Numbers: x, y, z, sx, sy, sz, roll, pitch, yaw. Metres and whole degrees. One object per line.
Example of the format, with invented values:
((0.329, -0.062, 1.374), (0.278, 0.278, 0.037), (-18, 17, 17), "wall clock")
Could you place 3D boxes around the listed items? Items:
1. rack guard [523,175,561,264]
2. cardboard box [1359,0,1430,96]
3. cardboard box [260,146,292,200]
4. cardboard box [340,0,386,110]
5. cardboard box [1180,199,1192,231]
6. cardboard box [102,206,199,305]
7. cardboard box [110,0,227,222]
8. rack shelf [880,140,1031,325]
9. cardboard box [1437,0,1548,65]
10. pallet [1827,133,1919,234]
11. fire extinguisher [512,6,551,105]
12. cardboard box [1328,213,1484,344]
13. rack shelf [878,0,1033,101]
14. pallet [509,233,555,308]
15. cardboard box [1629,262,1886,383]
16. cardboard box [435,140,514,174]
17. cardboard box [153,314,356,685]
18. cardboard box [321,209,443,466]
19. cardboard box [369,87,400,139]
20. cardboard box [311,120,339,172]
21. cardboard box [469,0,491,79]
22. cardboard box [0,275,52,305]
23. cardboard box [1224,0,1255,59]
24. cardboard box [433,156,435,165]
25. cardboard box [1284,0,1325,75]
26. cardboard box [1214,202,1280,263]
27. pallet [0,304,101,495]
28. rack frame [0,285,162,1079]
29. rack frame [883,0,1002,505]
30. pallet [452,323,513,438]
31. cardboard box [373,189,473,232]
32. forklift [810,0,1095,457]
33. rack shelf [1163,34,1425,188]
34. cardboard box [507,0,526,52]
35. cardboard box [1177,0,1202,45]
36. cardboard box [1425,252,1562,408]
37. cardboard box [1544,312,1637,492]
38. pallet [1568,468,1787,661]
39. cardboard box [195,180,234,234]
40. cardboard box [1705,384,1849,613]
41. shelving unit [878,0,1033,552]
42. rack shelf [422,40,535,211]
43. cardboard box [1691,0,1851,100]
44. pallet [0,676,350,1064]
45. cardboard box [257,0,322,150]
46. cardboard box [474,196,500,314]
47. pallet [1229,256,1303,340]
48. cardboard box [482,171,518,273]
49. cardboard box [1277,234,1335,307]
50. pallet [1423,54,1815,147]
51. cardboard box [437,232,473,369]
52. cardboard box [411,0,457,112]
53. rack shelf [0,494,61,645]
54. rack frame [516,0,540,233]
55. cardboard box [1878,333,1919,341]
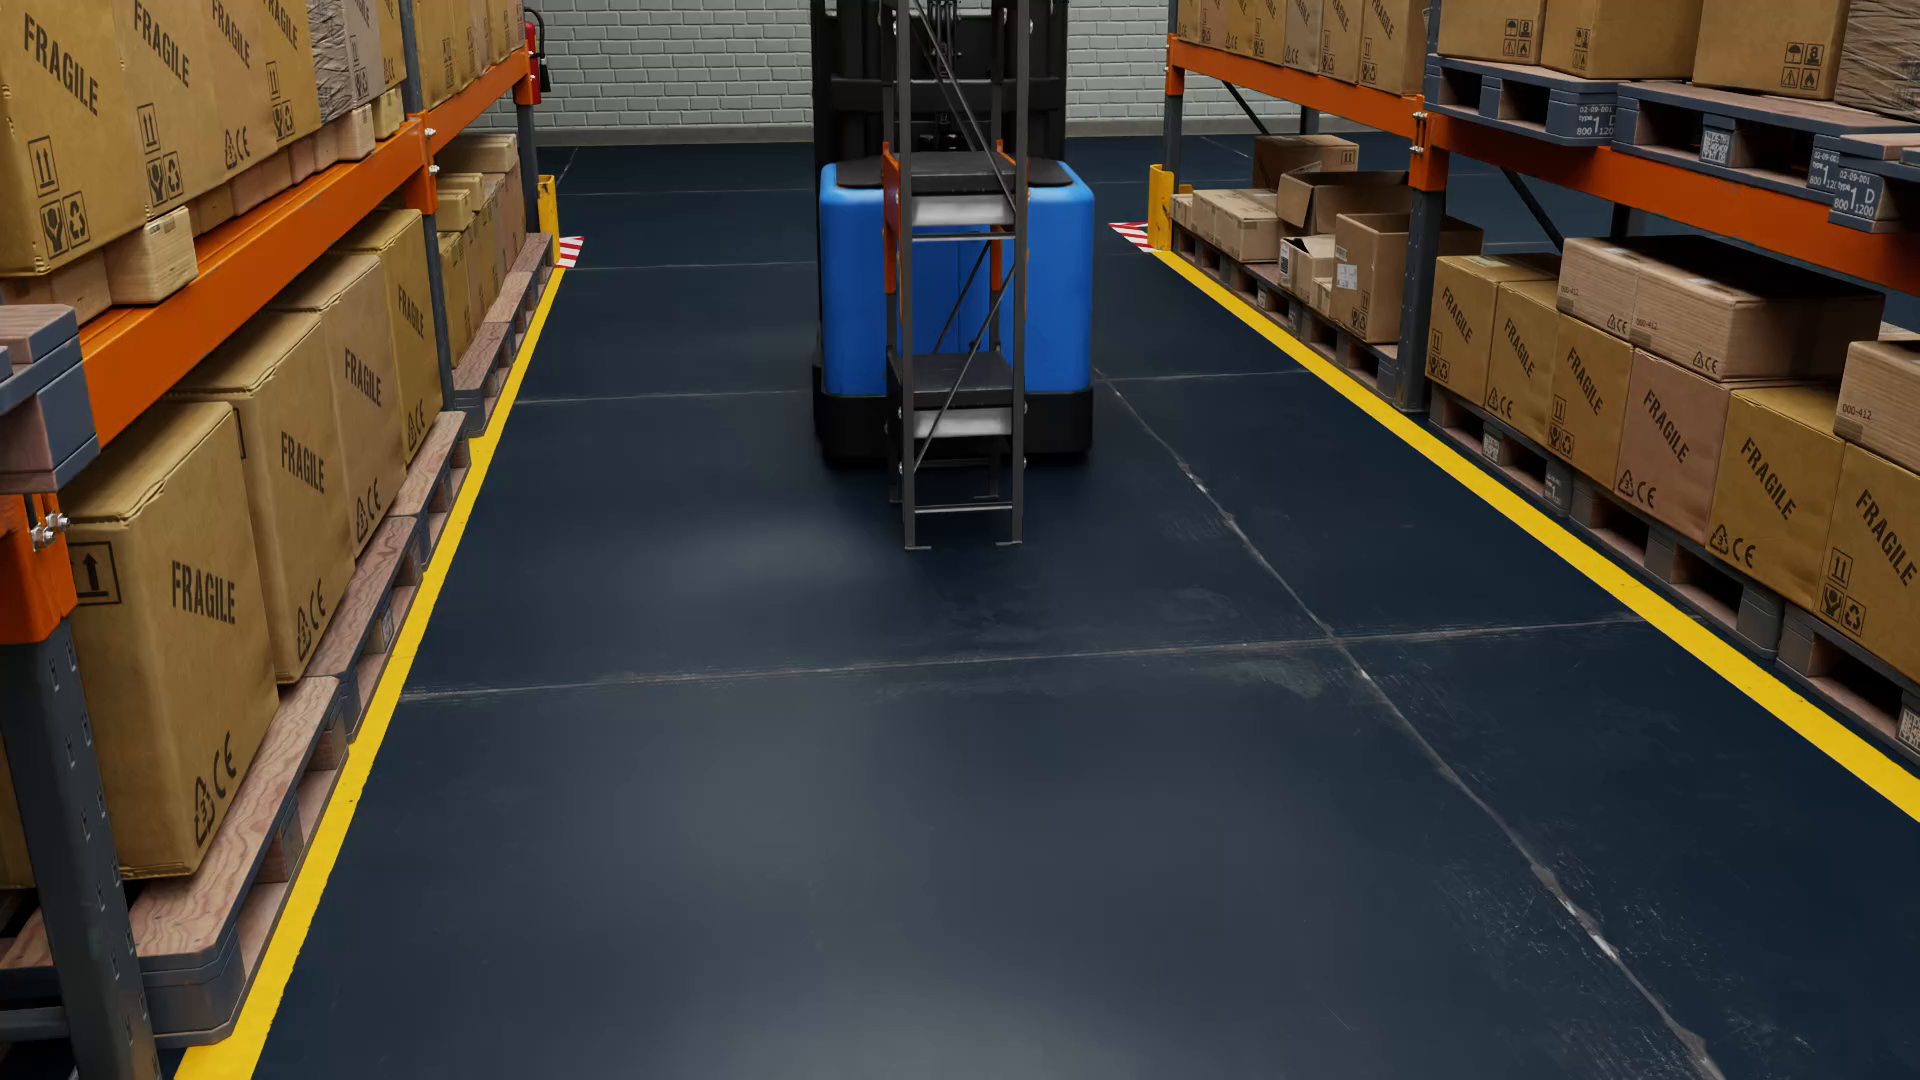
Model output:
((-3.090, -1.962, 10.256), (1.175, 0.500, 0.348), (-3, 21, -8), "rack guard")
((2.066, -2.198, 7.172), (0.500, 0.500, 0.500), (-3, 21, -7), "cardboard box")
((-2.014, -0.994, 4.422), (0.380, 0.149, 0.250), (-2, 21, -6), "cardboard box")
((-2.110, -1.612, 5.150), (0.500, 0.500, 0.500), (-3, 21, -7), "cardboard box")
((1.572, -2.006, 10.221), (0.380, 0.166, 0.250), (-3, 21, -8), "cardboard box")
((-1.733, -0.557, 3.250), (0.380, 0.149, 0.250), (-2, 21, -6), "cardboard box")
((-1.816, -0.914, 3.279), (0.500, 0.500, 0.500), (-2, 21, -6), "cardboard box")
((-0.024, -1.028, 5.507), (0.431, 0.518, 0.480), (-3, 21, -8), "rack shelf")
((2.239, -2.060, 6.200), (0.700, 0.500, 0.500), (-10, 23, -26), "cardboard box")
((2.801, -0.748, 3.705), (1.213, 0.211, 1.003), (-3, 21, -8), "pallet")
((-2.651, -2.990, 10.077), (0.296, 0.674, 0.183), (-3, 21, -8), "fire extinguisher")
((2.029, -1.209, 7.611), (0.500, 0.500, 0.500), (-3, 21, -8), "cardboard box")
((-0.024, -1.684, 5.262), (0.431, 0.518, 0.480), (-3, 21, -8), "rack shelf")
((-2.893, -1.546, 9.554), (1.003, 0.211, 1.213), (-3, 21, -8), "pallet")
((2.437, -0.678, 5.117), (0.500, 0.250, 0.500), (-3, 21, -9), "cardboard box")
((-2.650, -2.094, 9.080), (0.380, 0.149, 0.250), (-2, 21, -6), "cardboard box")
((-2.029, -0.110, 4.195), (0.750, 0.750, 0.750), (-3, 21, -8), "cardboard box")
((-2.287, -0.711, 5.806), (0.750, 0.750, 0.750), (-3, 21, -7), "cardboard box")
((-2.121, -1.443, 5.623), (0.380, 0.149, 0.250), (-3, 21, -7), "cardboard box")
((-2.062, -1.174, 4.904), (0.380, 0.149, 0.250), (-3, 21, -8), "cardboard box")
((-2.786, -2.574, 7.891), (0.980, 0.700, 0.700), (-4, 21, -10), "cardboard box")
((-1.751, -0.373, 2.757), (0.380, 0.149, 0.250), (-3, 21, -9), "cardboard box")
((1.767, -2.904, 9.061), (0.500, 0.500, 0.500), (-3, 21, -8), "cardboard box")
((-2.993, -1.989, 8.799), (0.380, 0.149, 0.250), (-3, 21, -7), "cardboard box")
((1.914, -2.554, 8.125), (0.500, 0.500, 0.500), (-2, 21, -7), "cardboard box")
((1.757, -1.745, 9.403), (0.500, 0.250, 0.500), (-3, 21, -8), "cardboard box")
((-1.725, -0.024, 1.767), (1.213, 0.211, 1.003), (-3, 21, -8), "pallet")
((-1.930, -0.355, 2.381), (0.949, 2.616, 0.053), (-3, 21, -8), "rack frame")
((-0.059, -1.125, 5.728), (0.400, 2.100, 0.015), (-3, 21, -8), "rack frame")
((-2.542, -0.701, 7.292), (1.003, 0.211, 1.213), (-3, 21, -8), "pallet")
((-2.385, -1.462, 7.388), (0.380, 0.149, 0.250), (-2, 21, -6), "cardboard box")
((-0.106, -2.160, 7.311), (1.130, 2.935, 3.031), (-1, 21, -4), "forklift")
((2.104, -2.347, 8.741), (1.077, 0.370, 4.000), (-3, 21, -8), "rack shelf")
((-3.003, -3.090, 9.272), (0.980, 0.700, 0.700), (-2, 21, -5), "cardboard box")
((1.618, -3.256, 10.004), (0.500, 0.500, 0.500), (-2, 21, -7), "cardboard box")
((2.220, -0.847, 6.640), (0.500, 0.500, 0.500), (-4, 21, -10), "cardboard box")
((2.373, -0.489, 5.682), (0.500, 0.500, 0.500), (-3, 21, -7), "cardboard box")
((2.726, 0.018, 5.366), (1.003, 0.211, 1.213), (-3, 21, -8), "pallet")
((-1.964, -0.817, 3.946), (0.380, 0.149, 0.250), (-3, 21, -7), "cardboard box")
((2.527, -0.133, 4.728), (0.500, 0.500, 0.500), (-4, 21, -10), "cardboard box")
((-0.024, -1.041, 5.502), (0.431, 2.100, 0.503), (-3, 21, -8), "shelving unit")
((-2.798, -2.096, 8.068), (1.077, 0.370, 4.000), (-3, 21, -8), "rack shelf")
((2.708, -1.626, 5.040), (0.700, 0.500, 0.500), (-8, 22, -21), "cardboard box")
((-1.972, 0.674, 3.609), (1.003, 0.211, 1.213), (-3, 21, -8), "pallet")
((-1.969, -1.265, 4.221), (0.500, 0.500, 0.500), (-2, 21, -6), "cardboard box")
((-2.657, -1.382, 8.101), (0.700, 0.500, 0.500), (-2, 21, -6), "cardboard box")
((2.115, -1.346, 9.019), (1.003, 0.211, 1.213), (-3, 21, -8), "pallet")
((-2.814, -1.740, 9.061), (0.700, 0.500, 0.500), (-3, 21, -8), "cardboard box")
((1.921, -1.380, 8.339), (0.500, 0.311, 0.500), (-3, 21, -8), "cardboard box")
((2.399, -1.619, 6.039), (1.003, 0.211, 1.213), (-3, 21, -8), "pallet")
((-2.516, -1.030, 7.159), (0.700, 0.500, 0.500), (-3, 21, -7), "cardboard box")
((-2.572, -2.069, 6.541), (0.980, 0.700, 0.700), (-3, 21, -7), "cardboard box")
((-1.645, 0.674, 0.652), (1.077, 0.370, 4.000), (-3, 21, -8), "rack shelf")
((-3.086, -3.125, 9.796), (1.000, 3.000, 0.127), (-3, 21, -8), "rack frame")
((2.957, -0.349, 5.307), (0.500, 0.500, 0.500), (-4, 21, -10), "cardboard box")
